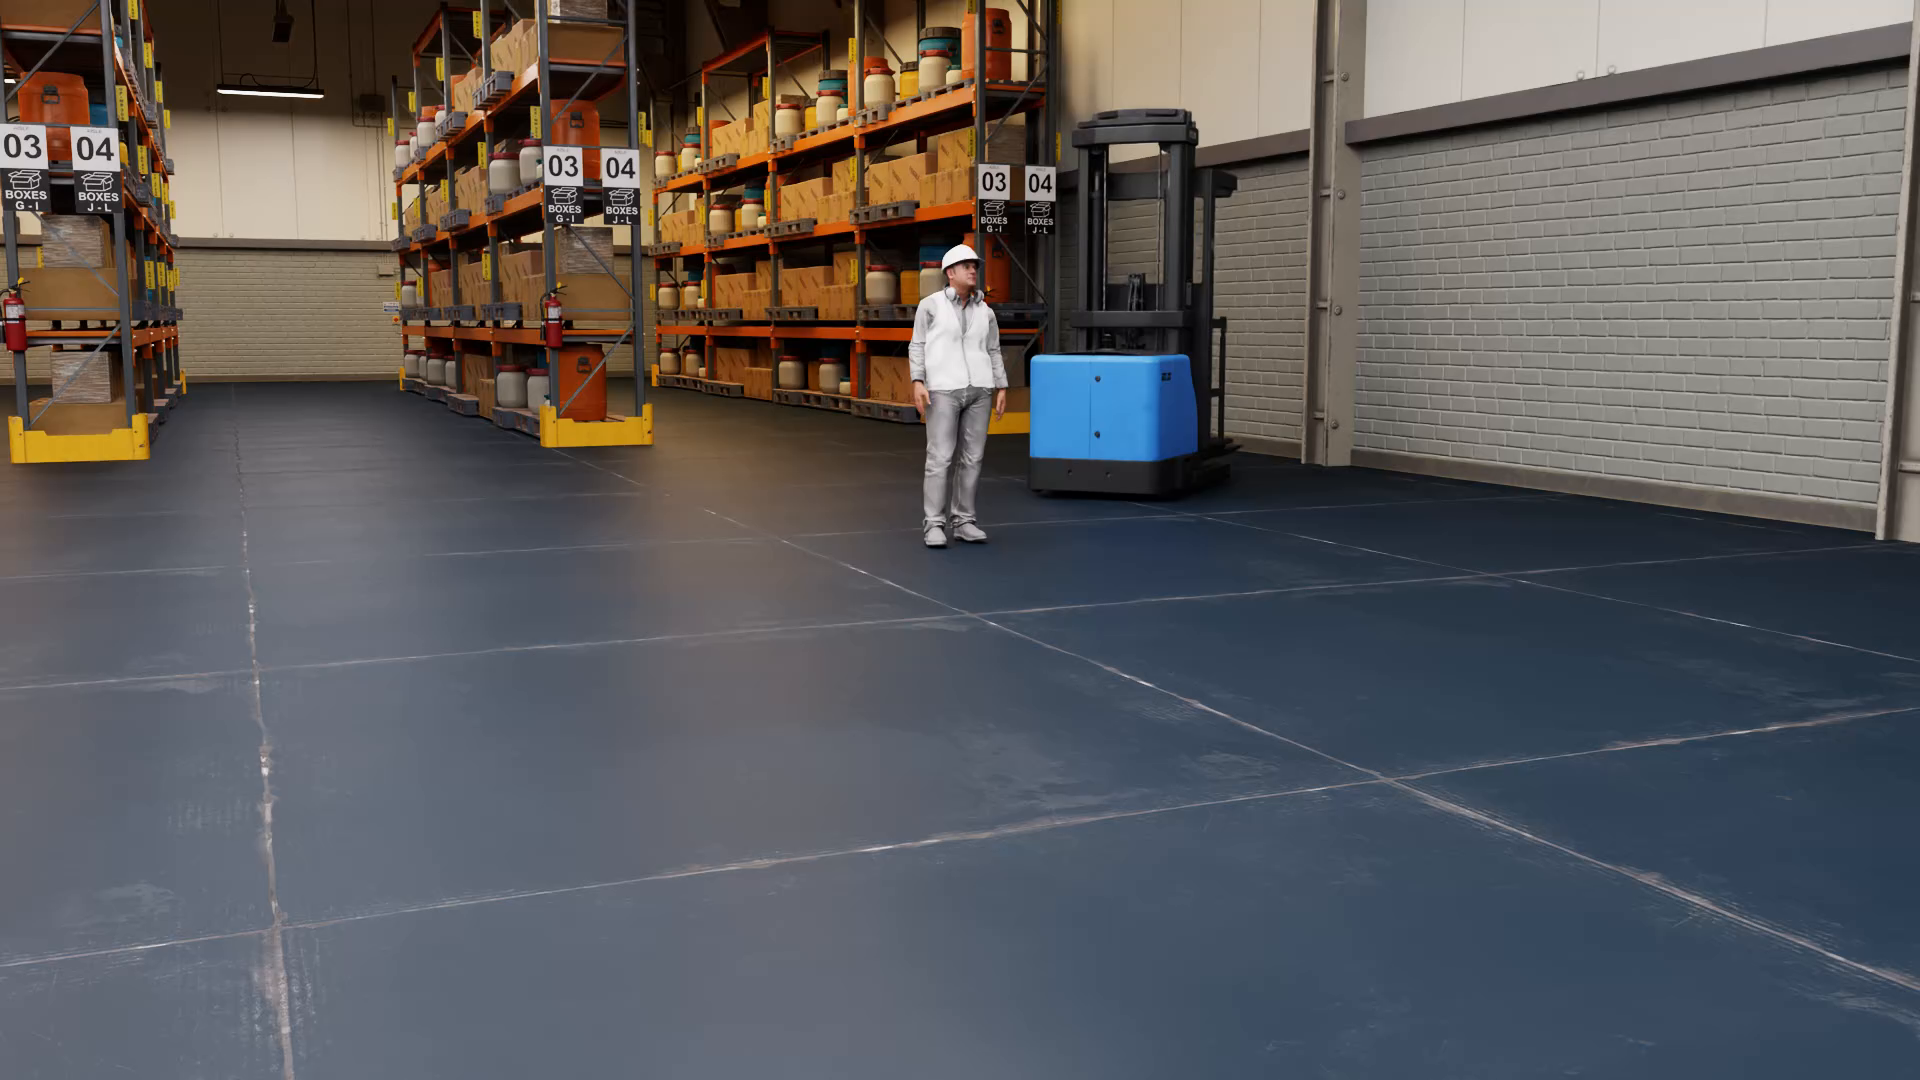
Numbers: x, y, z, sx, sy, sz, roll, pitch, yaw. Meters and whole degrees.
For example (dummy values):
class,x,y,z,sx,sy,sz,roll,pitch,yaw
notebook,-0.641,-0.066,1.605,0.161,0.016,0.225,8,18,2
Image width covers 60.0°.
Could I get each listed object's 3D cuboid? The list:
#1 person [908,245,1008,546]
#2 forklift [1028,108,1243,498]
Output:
class,x,y,z,sx,sy,sz,roll,pitch,yaw
person,0.017,-0.879,9.978,0.632,1.773,0.568,-3,8,-23
forklift,1.587,-1.919,13.499,1.130,2.935,3.031,3,8,24
